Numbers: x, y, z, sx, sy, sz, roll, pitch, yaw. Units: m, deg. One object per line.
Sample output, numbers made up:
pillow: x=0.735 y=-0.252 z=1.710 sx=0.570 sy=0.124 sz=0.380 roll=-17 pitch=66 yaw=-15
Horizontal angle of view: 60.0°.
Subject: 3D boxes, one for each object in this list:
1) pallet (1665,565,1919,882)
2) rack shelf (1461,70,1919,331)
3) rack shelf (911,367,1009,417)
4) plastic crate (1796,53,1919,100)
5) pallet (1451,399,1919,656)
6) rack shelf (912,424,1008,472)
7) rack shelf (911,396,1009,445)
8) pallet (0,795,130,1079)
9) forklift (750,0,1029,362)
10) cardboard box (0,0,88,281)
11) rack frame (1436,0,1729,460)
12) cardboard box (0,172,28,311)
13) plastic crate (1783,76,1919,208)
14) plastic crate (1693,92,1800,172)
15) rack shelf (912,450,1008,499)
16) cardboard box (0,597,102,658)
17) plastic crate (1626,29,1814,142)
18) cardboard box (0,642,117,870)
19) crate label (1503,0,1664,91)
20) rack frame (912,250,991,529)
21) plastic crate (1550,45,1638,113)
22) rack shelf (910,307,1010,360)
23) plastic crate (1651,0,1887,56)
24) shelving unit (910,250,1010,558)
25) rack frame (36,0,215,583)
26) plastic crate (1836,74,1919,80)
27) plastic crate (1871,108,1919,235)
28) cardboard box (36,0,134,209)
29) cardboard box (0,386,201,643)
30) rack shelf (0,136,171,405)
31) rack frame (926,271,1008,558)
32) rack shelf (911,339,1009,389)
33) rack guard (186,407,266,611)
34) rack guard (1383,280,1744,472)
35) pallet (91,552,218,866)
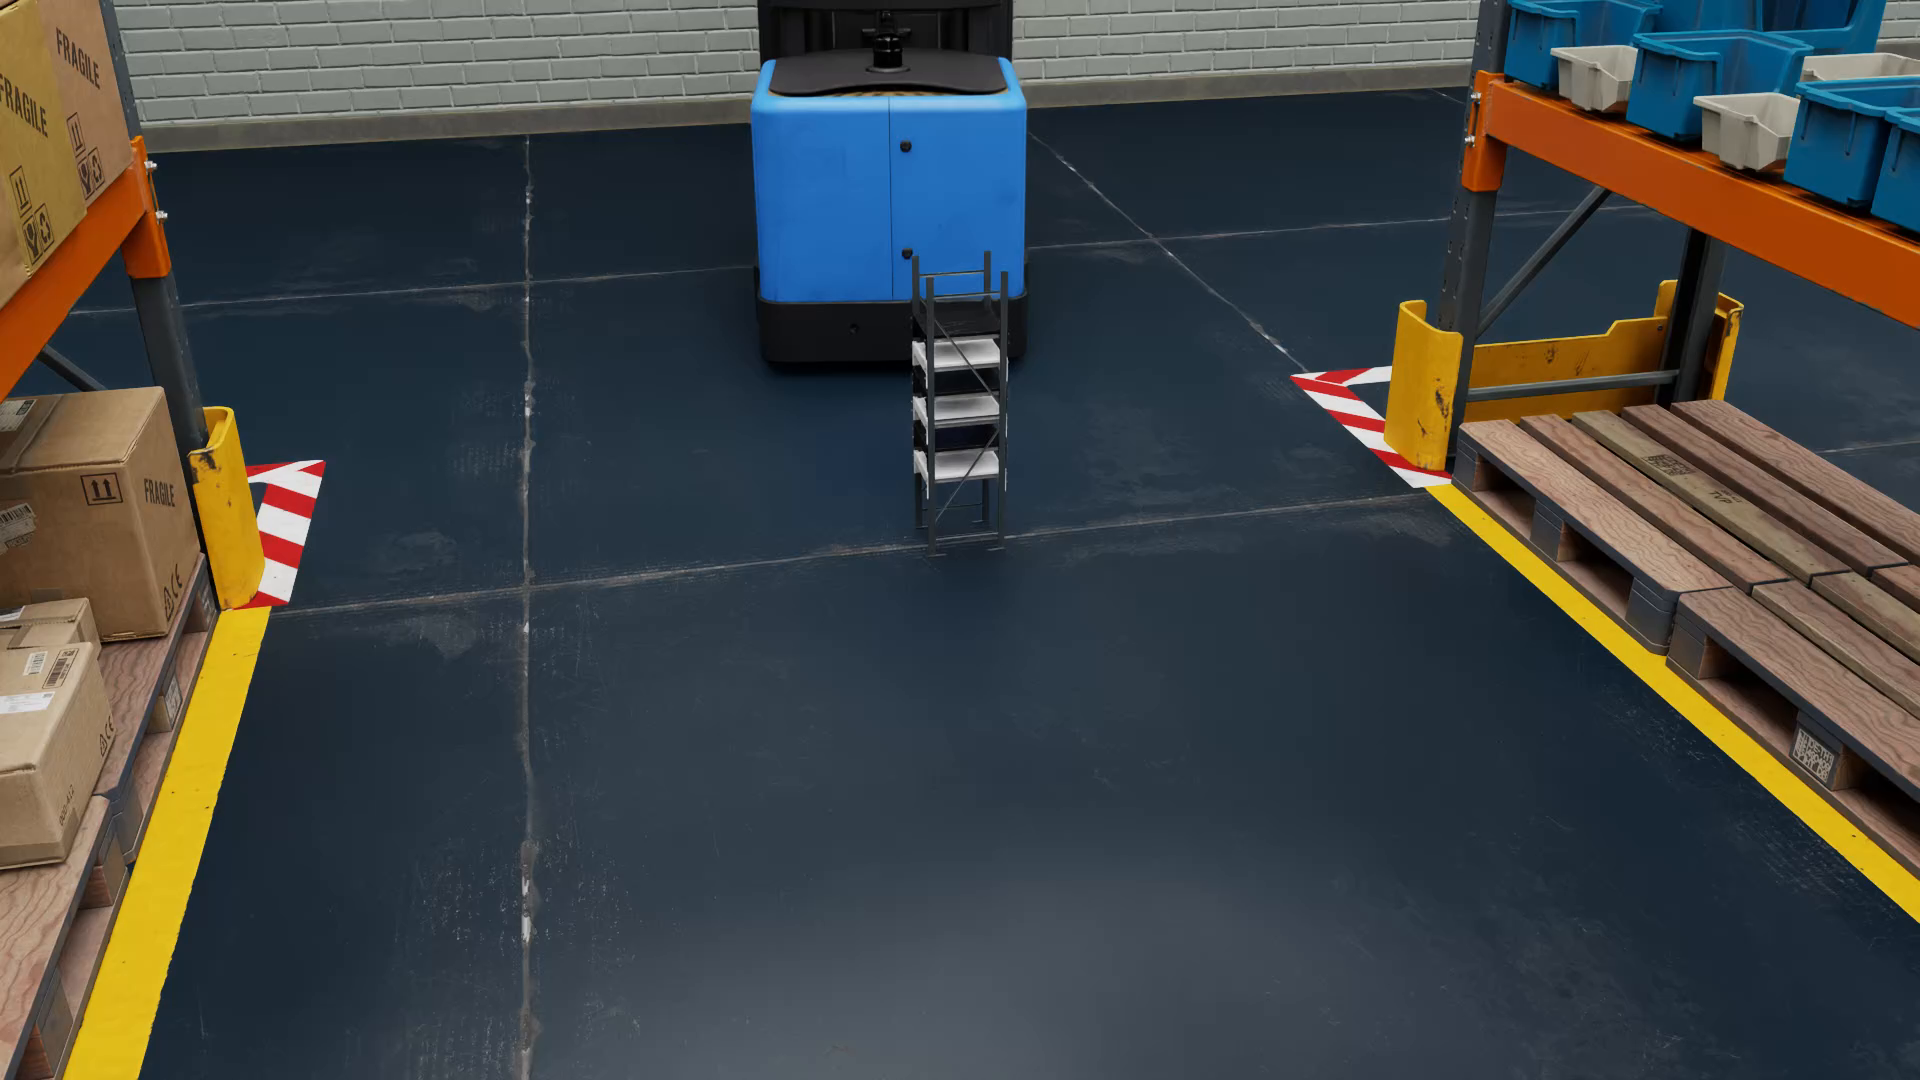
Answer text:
pallet: x=2.551 y=0.452 z=4.121 sx=1.003 sy=0.211 sz=1.213 roll=-6 pitch=27 yaw=-12
rack shelf: x=2.582 y=-0.495 z=3.699 sx=1.077 sy=0.370 sz=4.000 roll=-6 pitch=27 yaw=-12
rack shelf: x=-0.002 y=-0.456 z=5.029 sx=0.258 sy=0.077 sz=0.200 roll=-6 pitch=27 yaw=-12
plastic crate: x=2.492 y=-1.263 z=4.650 sx=0.396 sy=0.136 sz=0.243 roll=-6 pitch=27 yaw=-12
pallet: x=2.280 y=-0.083 z=5.180 sx=1.003 sy=0.211 sz=1.213 roll=-6 pitch=27 yaw=-12
rack shelf: x=-0.002 y=-0.295 z=5.110 sx=0.258 sy=0.077 sz=0.200 roll=-6 pitch=27 yaw=-12
rack shelf: x=-0.002 y=-0.376 z=5.069 sx=0.258 sy=0.077 sz=0.200 roll=-6 pitch=27 yaw=-12
pallet: x=-2.226 y=0.970 z=3.094 sx=1.003 sy=0.211 sz=1.213 roll=-6 pitch=27 yaw=-12
forklift: x=-0.330 y=-2.624 z=7.196 sx=1.130 sy=2.935 sz=3.031 roll=-1 pitch=27 yaw=-3
cardboard box: x=-2.209 y=-0.841 z=3.476 sx=0.500 sy=0.500 sz=0.500 roll=-6 pitch=27 yaw=-11
rack frame: x=2.132 y=-1.694 z=5.277 sx=1.000 sy=3.000 sz=0.127 roll=-6 pitch=27 yaw=-12
cardboard box: x=-2.102 y=-0.621 z=3.041 sx=0.500 sy=0.500 sz=0.500 roll=-6 pitch=27 yaw=-11
plastic crate: x=2.163 y=-0.926 z=3.875 sx=0.416 sy=0.233 sz=0.300 roll=-6 pitch=27 yaw=-12
plastic crate: x=2.011 y=-1.014 z=4.156 sx=0.250 sy=0.136 sz=0.298 roll=-6 pitch=27 yaw=-12
rack shelf: x=-0.002 y=-0.215 z=5.150 sx=0.258 sy=0.077 sz=0.200 roll=-6 pitch=27 yaw=-12
cardboard box: x=-2.329 y=0.277 z=4.029 sx=0.380 sy=0.166 sz=0.250 roll=-6 pitch=27 yaw=-12
plastic crate: x=2.015 y=-1.215 z=4.447 sx=0.416 sy=0.233 sz=0.300 roll=-6 pitch=27 yaw=-12
cardboard box: x=-2.148 y=0.472 z=3.548 sx=0.500 sy=0.250 sz=0.500 roll=-6 pitch=27 yaw=-12
crate label: x=1.866 y=-1.504 z=5.020 sx=0.416 sy=0.233 sz=0.303 roll=-6 pitch=27 yaw=-12
rack frame: x=-0.025 y=-0.450 z=5.143 sx=0.240 sy=0.900 sz=0.006 roll=-6 pitch=27 yaw=-12
plastic crate: x=1.858 y=-1.312 z=4.746 sx=0.250 sy=0.136 sz=0.298 roll=-6 pitch=27 yaw=-12
rack shelf: x=-0.002 y=-0.617 z=4.948 sx=0.258 sy=0.077 sz=0.200 roll=-6 pitch=27 yaw=-12
plastic crate: x=2.389 y=-1.608 z=5.002 sx=0.616 sy=0.435 sz=0.499 roll=-6 pitch=27 yaw=-12
shelving unit: x=-0.002 y=-0.405 z=5.054 sx=0.258 sy=0.900 sz=0.210 roll=-6 pitch=27 yaw=-12
rack frame: x=-2.695 y=-1.192 z=4.283 sx=1.000 sy=3.000 sz=0.127 roll=-6 pitch=27 yaw=-12
plastic crate: x=2.543 y=-1.134 z=4.395 sx=0.396 sy=0.136 sz=0.243 roll=-6 pitch=27 yaw=-12
plastic crate: x=2.231 y=-0.794 z=3.614 sx=0.416 sy=0.233 sz=0.300 roll=-6 pitch=27 yaw=-12
cardboard box: x=-2.329 y=-1.068 z=3.926 sx=0.500 sy=0.500 sz=0.500 roll=-5 pitch=27 yaw=-10
cardboard box: x=-2.333 y=-0.059 z=4.324 sx=0.500 sy=0.500 sz=0.500 roll=-6 pitch=27 yaw=-12
rack shelf: x=-2.245 y=0.007 z=2.706 sx=1.077 sy=0.370 sz=4.000 roll=-6 pitch=27 yaw=-12
rack frame: x=0.021 y=-0.361 z=4.966 sx=0.240 sy=0.900 sz=0.006 roll=-6 pitch=27 yaw=-12
rack shelf: x=-0.002 y=-0.536 z=4.988 sx=0.258 sy=0.077 sz=0.200 roll=-6 pitch=27 yaw=-12
rack guard: x=-2.678 y=-0.043 z=4.781 sx=1.175 sy=0.500 sz=0.348 roll=-6 pitch=27 yaw=-12
rack guard: x=2.113 y=-0.587 z=5.858 sx=1.175 sy=0.500 sz=0.348 roll=-6 pitch=27 yaw=-12
pallet: x=-2.498 y=0.436 z=4.153 sx=1.003 sy=0.211 sz=1.213 roll=-6 pitch=27 yaw=-12
